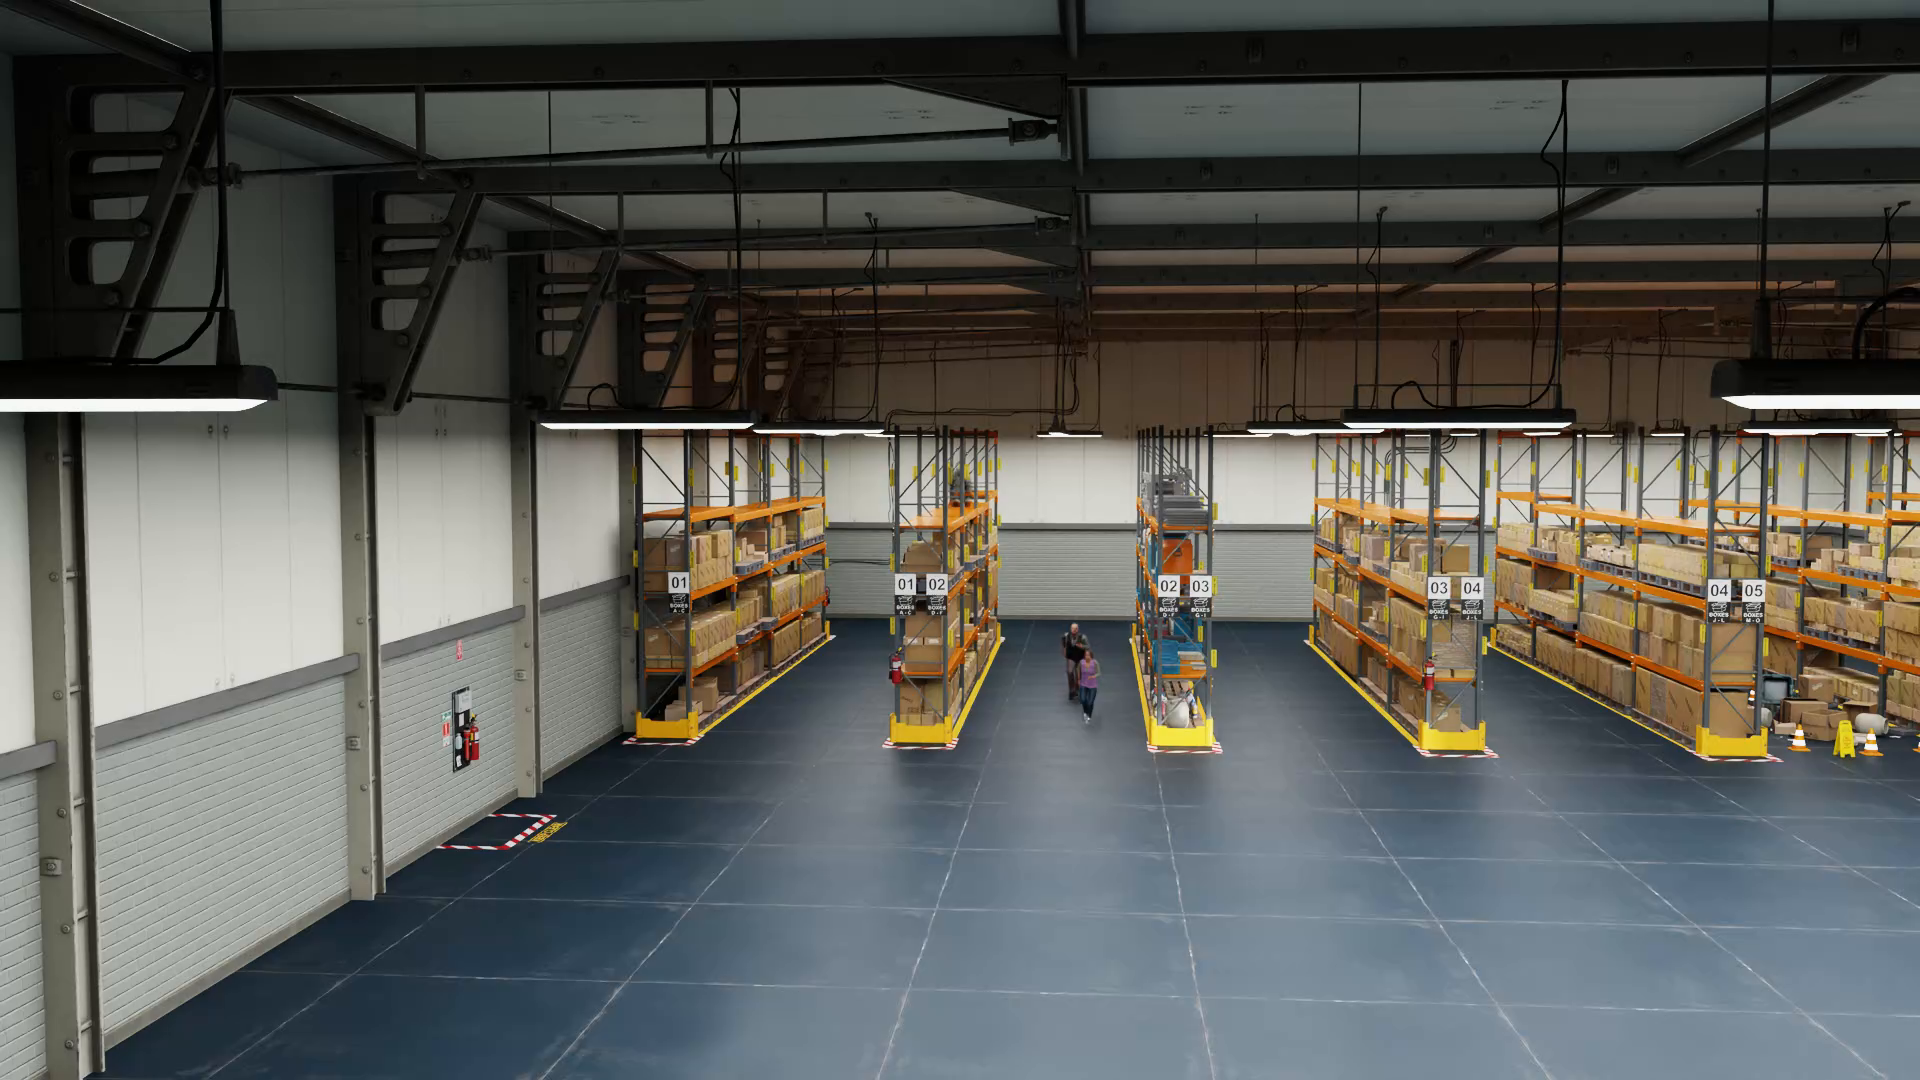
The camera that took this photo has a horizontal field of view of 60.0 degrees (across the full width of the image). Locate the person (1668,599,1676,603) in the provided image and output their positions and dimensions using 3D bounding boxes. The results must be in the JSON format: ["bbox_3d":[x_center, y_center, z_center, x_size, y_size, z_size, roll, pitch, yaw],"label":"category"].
[{"bbox_3d":[21.030,1.974,48.759,0.822,1.681,0.596,0,3,-3],"label":"person"}]

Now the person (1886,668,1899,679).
[{"bbox_3d":[21.375,2.624,38.166,0.589,1.720,0.758,0,3,5],"label":"person"}]

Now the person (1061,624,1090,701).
[{"bbox_3d":[2.544,2.676,36.694,0.647,1.704,0.931,0,3,4],"label":"person"}]

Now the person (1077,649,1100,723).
[{"bbox_3d":[2.565,2.934,33.283,0.495,1.525,0.695,1,3,9],"label":"person"}]
